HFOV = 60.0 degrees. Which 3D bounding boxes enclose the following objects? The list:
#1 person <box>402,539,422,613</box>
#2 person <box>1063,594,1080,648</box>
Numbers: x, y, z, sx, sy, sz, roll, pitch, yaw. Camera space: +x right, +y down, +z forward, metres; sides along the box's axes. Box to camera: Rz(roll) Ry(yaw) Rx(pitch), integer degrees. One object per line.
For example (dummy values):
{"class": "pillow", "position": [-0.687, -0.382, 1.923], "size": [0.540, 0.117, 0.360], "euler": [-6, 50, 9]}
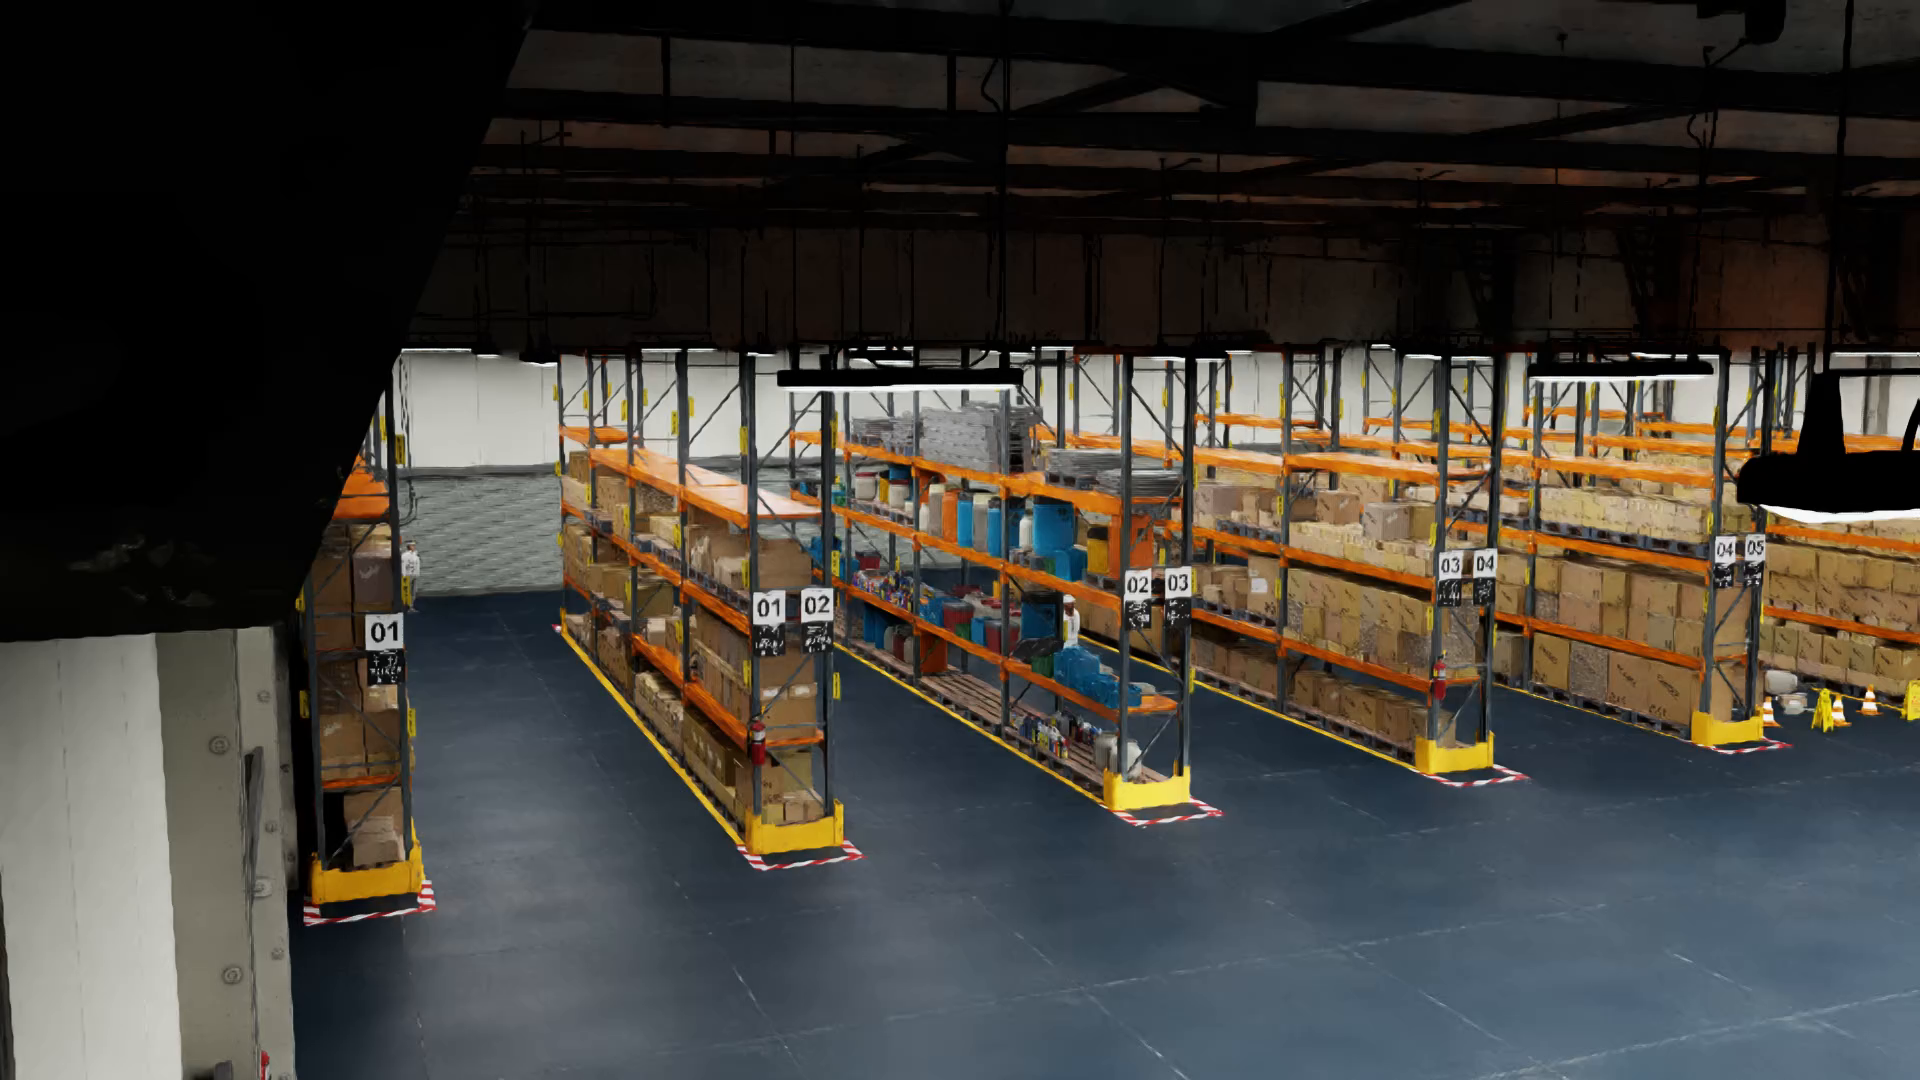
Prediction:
{"class": "person", "position": [-12.321, 0.811, 37.014], "size": [0.501, 1.661, 0.652], "euler": [4, 8, 28]}
{"class": "person", "position": [1.881, 1.794, 28.952], "size": [0.550, 1.724, 1.029], "euler": [-4, 8, -30]}
